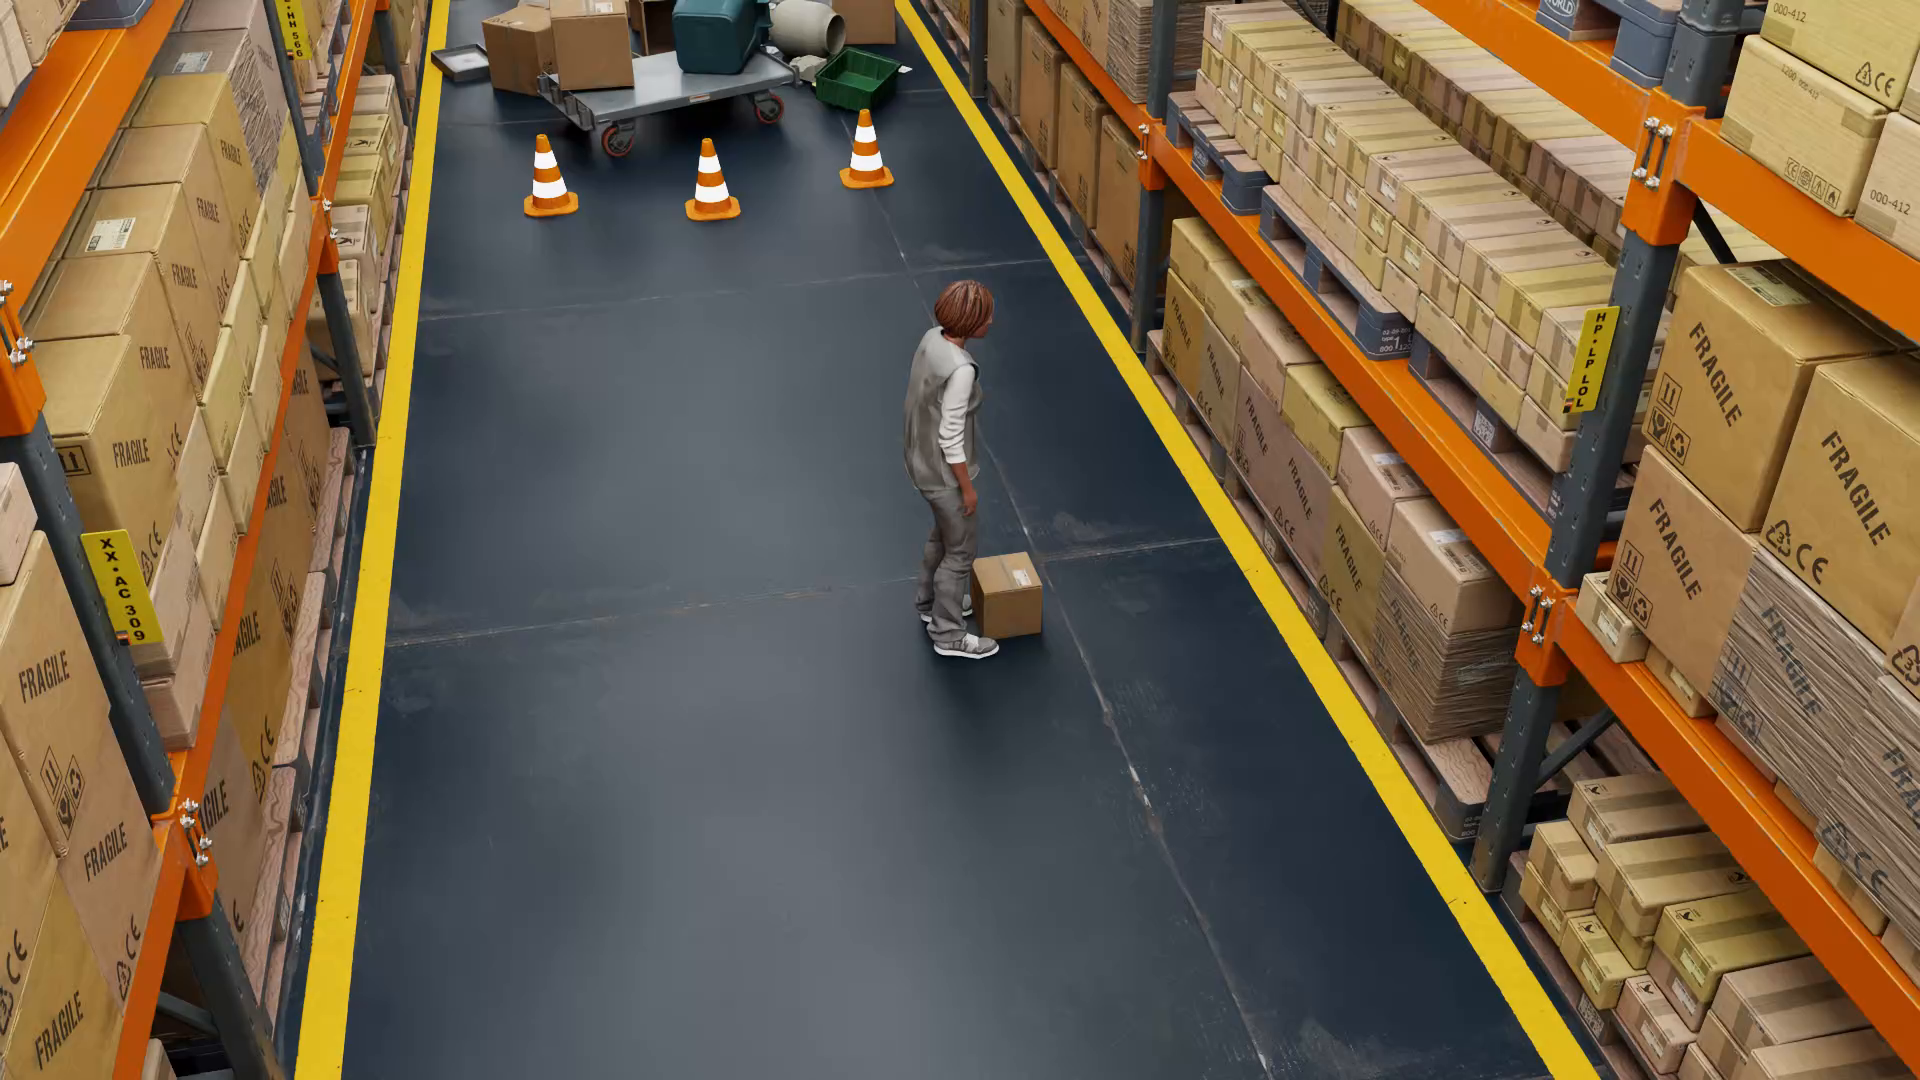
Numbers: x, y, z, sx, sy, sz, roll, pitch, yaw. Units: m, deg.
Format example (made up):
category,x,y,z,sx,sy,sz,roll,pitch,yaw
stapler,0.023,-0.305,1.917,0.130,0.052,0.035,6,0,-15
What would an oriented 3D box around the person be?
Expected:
category,x,y,z,sx,sy,sz,roll,pitch,yaw
person,-0.037,-0.279,6.555,0.344,1.592,0.466,-8,36,-11
